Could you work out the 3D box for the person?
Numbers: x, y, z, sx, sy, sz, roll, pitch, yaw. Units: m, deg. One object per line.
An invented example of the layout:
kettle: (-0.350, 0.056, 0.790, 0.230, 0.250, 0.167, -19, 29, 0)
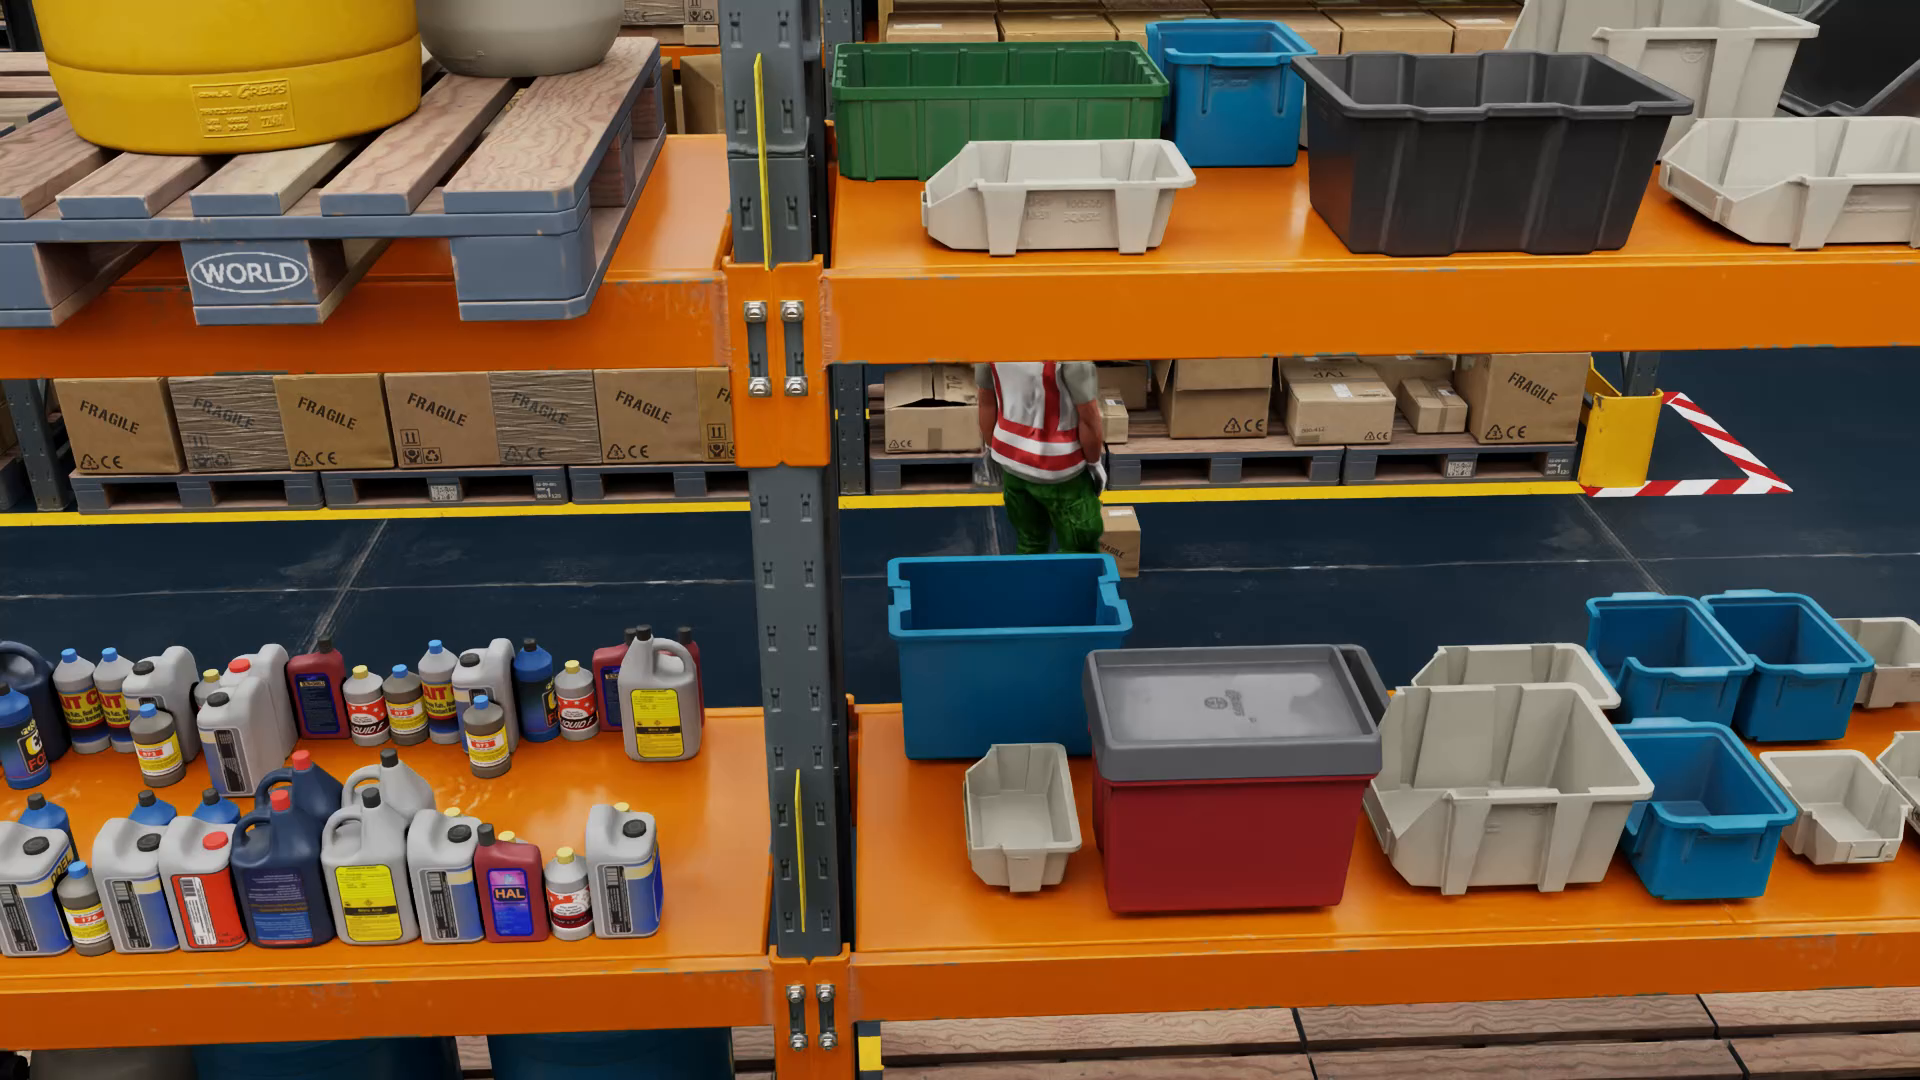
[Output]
person: (0.291, -0.292, 6.638, 0.570, 1.778, 0.699, 21, 34, 34)
